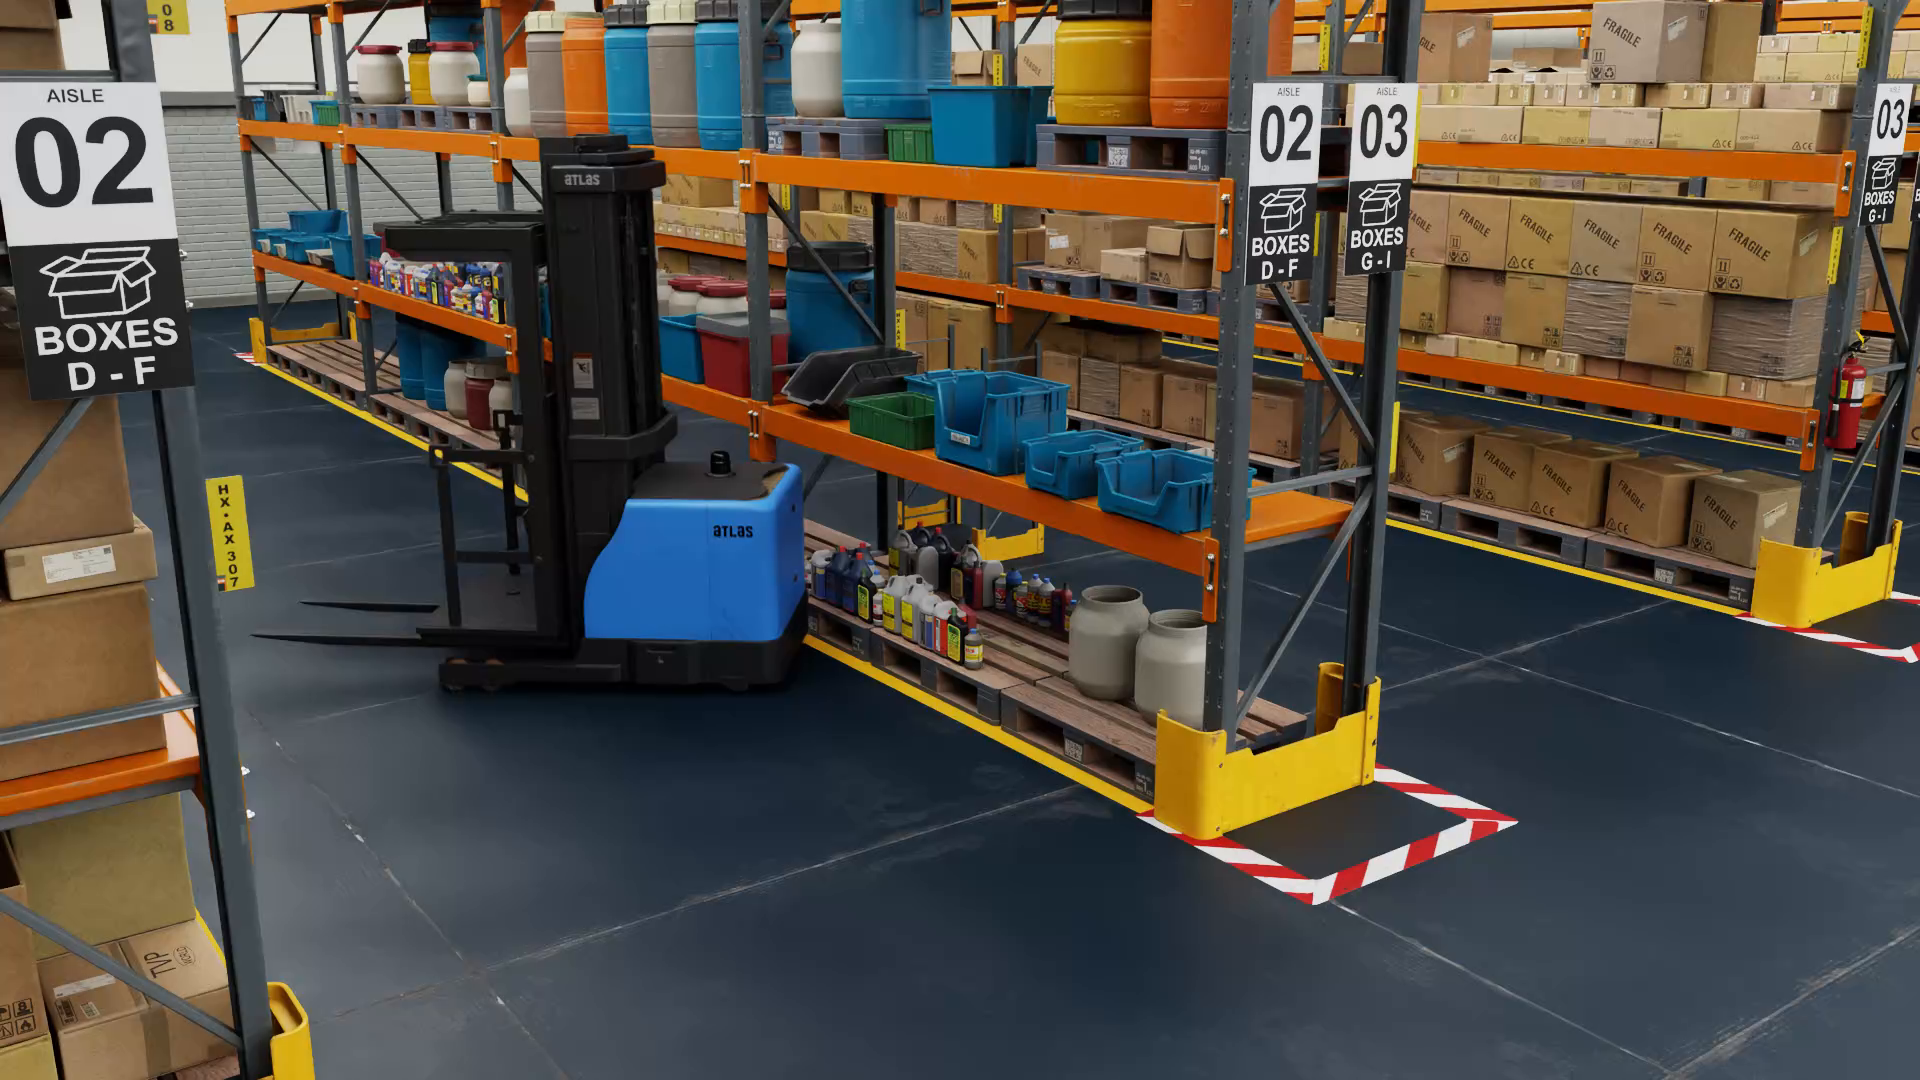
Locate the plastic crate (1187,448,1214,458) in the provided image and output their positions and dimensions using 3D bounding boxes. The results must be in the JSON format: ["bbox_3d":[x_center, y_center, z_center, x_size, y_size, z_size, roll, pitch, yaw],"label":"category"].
[{"bbox_3d":[1.240,-0.358,8.202,0.298,0.136,0.250,-11,19,-35],"label":"plastic crate"}]

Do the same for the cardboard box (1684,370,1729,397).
[{"bbox_3d":[4.843,-1.020,10.596,0.380,0.149,0.250,-11,19,-35],"label":"cardboard box"}]

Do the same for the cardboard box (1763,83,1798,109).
[{"bbox_3d":[5.039,-2.665,9.976,0.380,0.149,0.250,-12,19,-36],"label":"cardboard box"}]

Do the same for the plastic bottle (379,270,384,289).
[{"bbox_3d":[-5.518,-2.516,15.964,0.097,0.201,0.097,0,15,0],"label":"plastic bottle"}]

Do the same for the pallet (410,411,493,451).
[{"bbox_3d":[-4.408,-1.030,15.439,1.003,0.211,1.213,-11,19,-35],"label":"pallet"}]

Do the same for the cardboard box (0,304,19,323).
[{"bbox_3d":[-3.409,-0.482,5.509,0.700,0.500,0.500,-11,19,-34],"label":"cardboard box"}]

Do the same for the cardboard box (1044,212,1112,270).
[{"bbox_3d":[1.159,-2.863,15.870,0.500,0.500,0.500,-14,21,-41],"label":"cardboard box"}]

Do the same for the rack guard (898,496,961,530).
[{"bbox_3d":[-0.248,-0.211,12.372,0.587,0.250,0.087,-11,19,-35],"label":"rack guard"}]

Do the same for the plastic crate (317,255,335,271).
[{"bbox_3d":[-6.425,-2.900,17.399,0.437,0.125,0.590,-11,19,-35],"label":"plastic crate"}]

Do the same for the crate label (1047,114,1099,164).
[{"bbox_3d":[0.673,-2.070,8.558,0.502,0.251,0.408,-11,19,-35],"label":"crate label"}]

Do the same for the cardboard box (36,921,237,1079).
[{"bbox_3d":[-2.638,1.498,5.333,0.500,0.250,0.500,-11,19,-35],"label":"cardboard box"}]

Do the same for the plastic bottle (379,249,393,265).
[{"bbox_3d":[-5.581,-2.649,16.166,0.144,0.351,0.185,-11,19,-35],"label":"plastic bottle"}]

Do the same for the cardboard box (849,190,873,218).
[{"bbox_3d":[-0.767,-3.824,18.277,0.797,0.503,0.637,-11,19,-34],"label":"cardboard box"}]

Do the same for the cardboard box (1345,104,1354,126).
[{"bbox_3d":[3.218,-3.106,12.344,0.500,0.250,0.500,-12,19,-37],"label":"cardboard box"}]

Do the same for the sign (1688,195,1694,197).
[{"bbox_3d":[6.799,-3.050,15.493,0.100,0.325,0.005,-11,19,-35],"label":"sign"}]

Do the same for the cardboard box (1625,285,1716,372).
[{"bbox_3d":[4.820,-1.415,10.810,0.875,0.500,0.500,-11,19,-35],"label":"cardboard box"}]

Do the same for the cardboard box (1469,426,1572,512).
[{"bbox_3d":[4.135,-0.531,12.274,0.500,0.500,0.500,-13,20,-39],"label":"cardboard box"}]

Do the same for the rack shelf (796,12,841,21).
[{"bbox_3d":[-2.719,-6.356,20.374,1.077,0.370,4.000,-11,19,-35],"label":"rack shelf"}]

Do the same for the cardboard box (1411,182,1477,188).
[{"bbox_3d":[3.648,-2.488,12.837,0.500,0.500,0.500,-11,19,-35],"label":"cardboard box"}]

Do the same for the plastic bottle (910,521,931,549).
[{"bbox_3d":[-0.234,0.060,10.360,0.144,0.351,0.185,-11,19,-36],"label":"plastic bottle"}]

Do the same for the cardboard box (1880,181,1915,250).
[{"bbox_3d":[8.363,-2.777,14.209,0.875,0.550,0.500,-11,19,-35],"label":"cardboard box"}]

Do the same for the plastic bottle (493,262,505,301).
[{"bbox_3d":[-4.141,-2.350,15.074,0.144,0.351,0.185,-11,19,-35],"label":"plastic bottle"}]

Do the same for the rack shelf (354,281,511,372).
[{"bbox_3d":[-4.374,-2.033,15.184,1.077,0.370,4.000,-11,19,-35],"label":"rack shelf"}]

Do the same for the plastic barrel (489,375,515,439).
[{"bbox_3d":[-3.903,-1.164,14.563,0.421,0.512,0.421,0,15,0],"label":"plastic barrel"}]

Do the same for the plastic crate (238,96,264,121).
[{"bbox_3d":[-7.900,-4.919,18.933,0.497,0.269,0.590,-11,19,-35],"label":"plastic crate"}]

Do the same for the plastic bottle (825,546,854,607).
[{"bbox_3d":[-0.707,0.204,9.834,0.144,0.351,0.185,-10,18,-33],"label":"plastic bottle"}]

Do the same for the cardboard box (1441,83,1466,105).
[{"bbox_3d":[3.636,-3.164,11.799,0.380,0.149,0.250,-10,18,-33],"label":"cardboard box"}]

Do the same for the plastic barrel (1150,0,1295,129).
[{"bbox_3d":[1.118,-2.185,7.086,0.600,0.830,0.708,-11,19,-35],"label":"plastic barrel"}]

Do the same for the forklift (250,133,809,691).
[{"bbox_3d":[-2.438,-0.730,9.190,3.031,2.935,1.130,1,15,4],"label":"forklift"}]

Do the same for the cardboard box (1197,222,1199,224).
[{"bbox_3d":[3.160,-3.972,20.586,0.380,0.149,0.250,-11,19,-36],"label":"cardboard box"}]

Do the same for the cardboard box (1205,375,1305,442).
[{"bbox_3d":[2.552,-1.113,14.363,0.700,0.500,0.500,-11,19,-35],"label":"cardboard box"}]

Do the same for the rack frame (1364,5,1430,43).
[{"bbox_3d":[4.880,-6.363,18.279,1.000,3.000,0.127,-11,19,-35],"label":"rack frame"}]

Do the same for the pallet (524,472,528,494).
[{"bbox_3d":[-2.774,-0.436,13.270,1.003,0.211,1.213,-11,19,-35],"label":"pallet"}]

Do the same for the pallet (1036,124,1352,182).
[{"bbox_3d":[1.099,-1.792,7.617,1.003,0.211,1.213,-11,19,-35],"label":"pallet"}]

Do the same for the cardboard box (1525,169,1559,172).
[{"bbox_3d":[8.001,-4.968,22.463,0.500,0.500,0.500,-10,18,-34],"label":"cardboard box"}]

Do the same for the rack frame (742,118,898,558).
[{"bbox_3d":[-0.846,-1.099,10.408,1.000,3.000,0.127,-11,19,-35],"label":"rack frame"}]

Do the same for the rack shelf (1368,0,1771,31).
[{"bbox_3d":[6.056,-5.396,16.867,1.077,0.370,4.000,-11,19,-35],"label":"rack shelf"}]

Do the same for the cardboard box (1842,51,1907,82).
[{"bbox_3d":[7.888,-4.021,14.140,0.500,0.250,0.500,-11,19,-35],"label":"cardboard box"}]

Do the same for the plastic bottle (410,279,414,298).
[{"bbox_3d":[-4.995,-2.326,15.270,0.097,0.201,0.097,0,15,0],"label":"plastic bottle"}]

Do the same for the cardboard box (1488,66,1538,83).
[{"bbox_3d":[5.724,-4.719,17.138,0.500,0.311,0.500,-11,19,-36],"label":"cardboard box"}]

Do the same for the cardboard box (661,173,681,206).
[{"bbox_3d":[-3.537,-4.611,21.543,0.500,0.500,0.500,-11,19,-36],"label":"cardboard box"}]

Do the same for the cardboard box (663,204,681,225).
[{"bbox_3d":[-3.520,-4.247,21.630,0.500,0.250,0.500,-11,19,-35],"label":"cardboard box"}]

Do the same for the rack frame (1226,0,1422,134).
[{"bbox_3d":[1.506,-3.138,6.495,1.000,3.000,0.127,-11,19,-35],"label":"rack frame"}]

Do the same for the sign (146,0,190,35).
[{"bbox_3d":[-2.050,-1.468,4.269,0.100,0.325,0.005,-11,19,-35],"label":"sign"}]

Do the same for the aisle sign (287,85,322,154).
[{"bbox_3d":[-7.707,-4.976,19.649,0.394,0.787,0.004,-11,19,-35],"label":"aisle sign"}]

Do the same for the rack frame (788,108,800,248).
[{"bbox_3d":[-1.543,-3.576,19.458,1.000,3.000,0.127,-11,19,-35],"label":"rack frame"}]

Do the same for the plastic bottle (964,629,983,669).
[{"bbox_3d":[0.072,0.569,8.783,0.097,0.201,0.097,0,15,0],"label":"plastic bottle"}]

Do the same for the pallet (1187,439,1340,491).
[{"bbox_3d":[2.702,-0.688,14.191,1.003,0.211,1.213,-11,19,-35],"label":"pallet"}]

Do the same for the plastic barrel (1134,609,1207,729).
[{"bbox_3d":[1.057,0.624,8.030,0.421,0.512,0.421,0,15,0],"label":"plastic barrel"}]

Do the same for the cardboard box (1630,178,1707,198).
[{"bbox_3d":[6.935,-3.251,16.189,0.700,0.500,0.500,-11,19,-35],"label":"cardboard box"}]

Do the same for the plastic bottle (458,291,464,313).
[{"bbox_3d":[-4.256,-2.058,14.289,0.097,0.201,0.097,0,15,0],"label":"plastic bottle"}]

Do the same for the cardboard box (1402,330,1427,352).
[{"bbox_3d":[3.504,-1.497,12.340,0.380,0.149,0.250,-11,19,-35],"label":"cardboard box"}]

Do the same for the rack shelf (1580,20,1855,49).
[{"bbox_3d":[11.662,-7.812,25.692,1.077,0.370,4.000,-11,19,-35],"label":"rack shelf"}]

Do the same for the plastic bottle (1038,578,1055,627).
[{"bbox_3d":[0.491,0.351,9.448,0.097,0.271,0.097,0,15,0],"label":"plastic bottle"}]

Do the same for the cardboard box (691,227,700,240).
[{"bbox_3d":[-3.195,-3.907,21.146,0.380,0.149,0.250,-11,19,-35],"label":"cardboard box"}]

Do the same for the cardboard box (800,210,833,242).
[{"bbox_3d":[-1.475,-3.487,18.944,0.500,0.500,0.500,-11,19,-34],"label":"cardboard box"}]

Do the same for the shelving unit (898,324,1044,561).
[{"bbox_3d":[0.045,-0.707,11.819,0.587,1.500,1.083,-11,19,-35],"label":"shelving unit"}]
